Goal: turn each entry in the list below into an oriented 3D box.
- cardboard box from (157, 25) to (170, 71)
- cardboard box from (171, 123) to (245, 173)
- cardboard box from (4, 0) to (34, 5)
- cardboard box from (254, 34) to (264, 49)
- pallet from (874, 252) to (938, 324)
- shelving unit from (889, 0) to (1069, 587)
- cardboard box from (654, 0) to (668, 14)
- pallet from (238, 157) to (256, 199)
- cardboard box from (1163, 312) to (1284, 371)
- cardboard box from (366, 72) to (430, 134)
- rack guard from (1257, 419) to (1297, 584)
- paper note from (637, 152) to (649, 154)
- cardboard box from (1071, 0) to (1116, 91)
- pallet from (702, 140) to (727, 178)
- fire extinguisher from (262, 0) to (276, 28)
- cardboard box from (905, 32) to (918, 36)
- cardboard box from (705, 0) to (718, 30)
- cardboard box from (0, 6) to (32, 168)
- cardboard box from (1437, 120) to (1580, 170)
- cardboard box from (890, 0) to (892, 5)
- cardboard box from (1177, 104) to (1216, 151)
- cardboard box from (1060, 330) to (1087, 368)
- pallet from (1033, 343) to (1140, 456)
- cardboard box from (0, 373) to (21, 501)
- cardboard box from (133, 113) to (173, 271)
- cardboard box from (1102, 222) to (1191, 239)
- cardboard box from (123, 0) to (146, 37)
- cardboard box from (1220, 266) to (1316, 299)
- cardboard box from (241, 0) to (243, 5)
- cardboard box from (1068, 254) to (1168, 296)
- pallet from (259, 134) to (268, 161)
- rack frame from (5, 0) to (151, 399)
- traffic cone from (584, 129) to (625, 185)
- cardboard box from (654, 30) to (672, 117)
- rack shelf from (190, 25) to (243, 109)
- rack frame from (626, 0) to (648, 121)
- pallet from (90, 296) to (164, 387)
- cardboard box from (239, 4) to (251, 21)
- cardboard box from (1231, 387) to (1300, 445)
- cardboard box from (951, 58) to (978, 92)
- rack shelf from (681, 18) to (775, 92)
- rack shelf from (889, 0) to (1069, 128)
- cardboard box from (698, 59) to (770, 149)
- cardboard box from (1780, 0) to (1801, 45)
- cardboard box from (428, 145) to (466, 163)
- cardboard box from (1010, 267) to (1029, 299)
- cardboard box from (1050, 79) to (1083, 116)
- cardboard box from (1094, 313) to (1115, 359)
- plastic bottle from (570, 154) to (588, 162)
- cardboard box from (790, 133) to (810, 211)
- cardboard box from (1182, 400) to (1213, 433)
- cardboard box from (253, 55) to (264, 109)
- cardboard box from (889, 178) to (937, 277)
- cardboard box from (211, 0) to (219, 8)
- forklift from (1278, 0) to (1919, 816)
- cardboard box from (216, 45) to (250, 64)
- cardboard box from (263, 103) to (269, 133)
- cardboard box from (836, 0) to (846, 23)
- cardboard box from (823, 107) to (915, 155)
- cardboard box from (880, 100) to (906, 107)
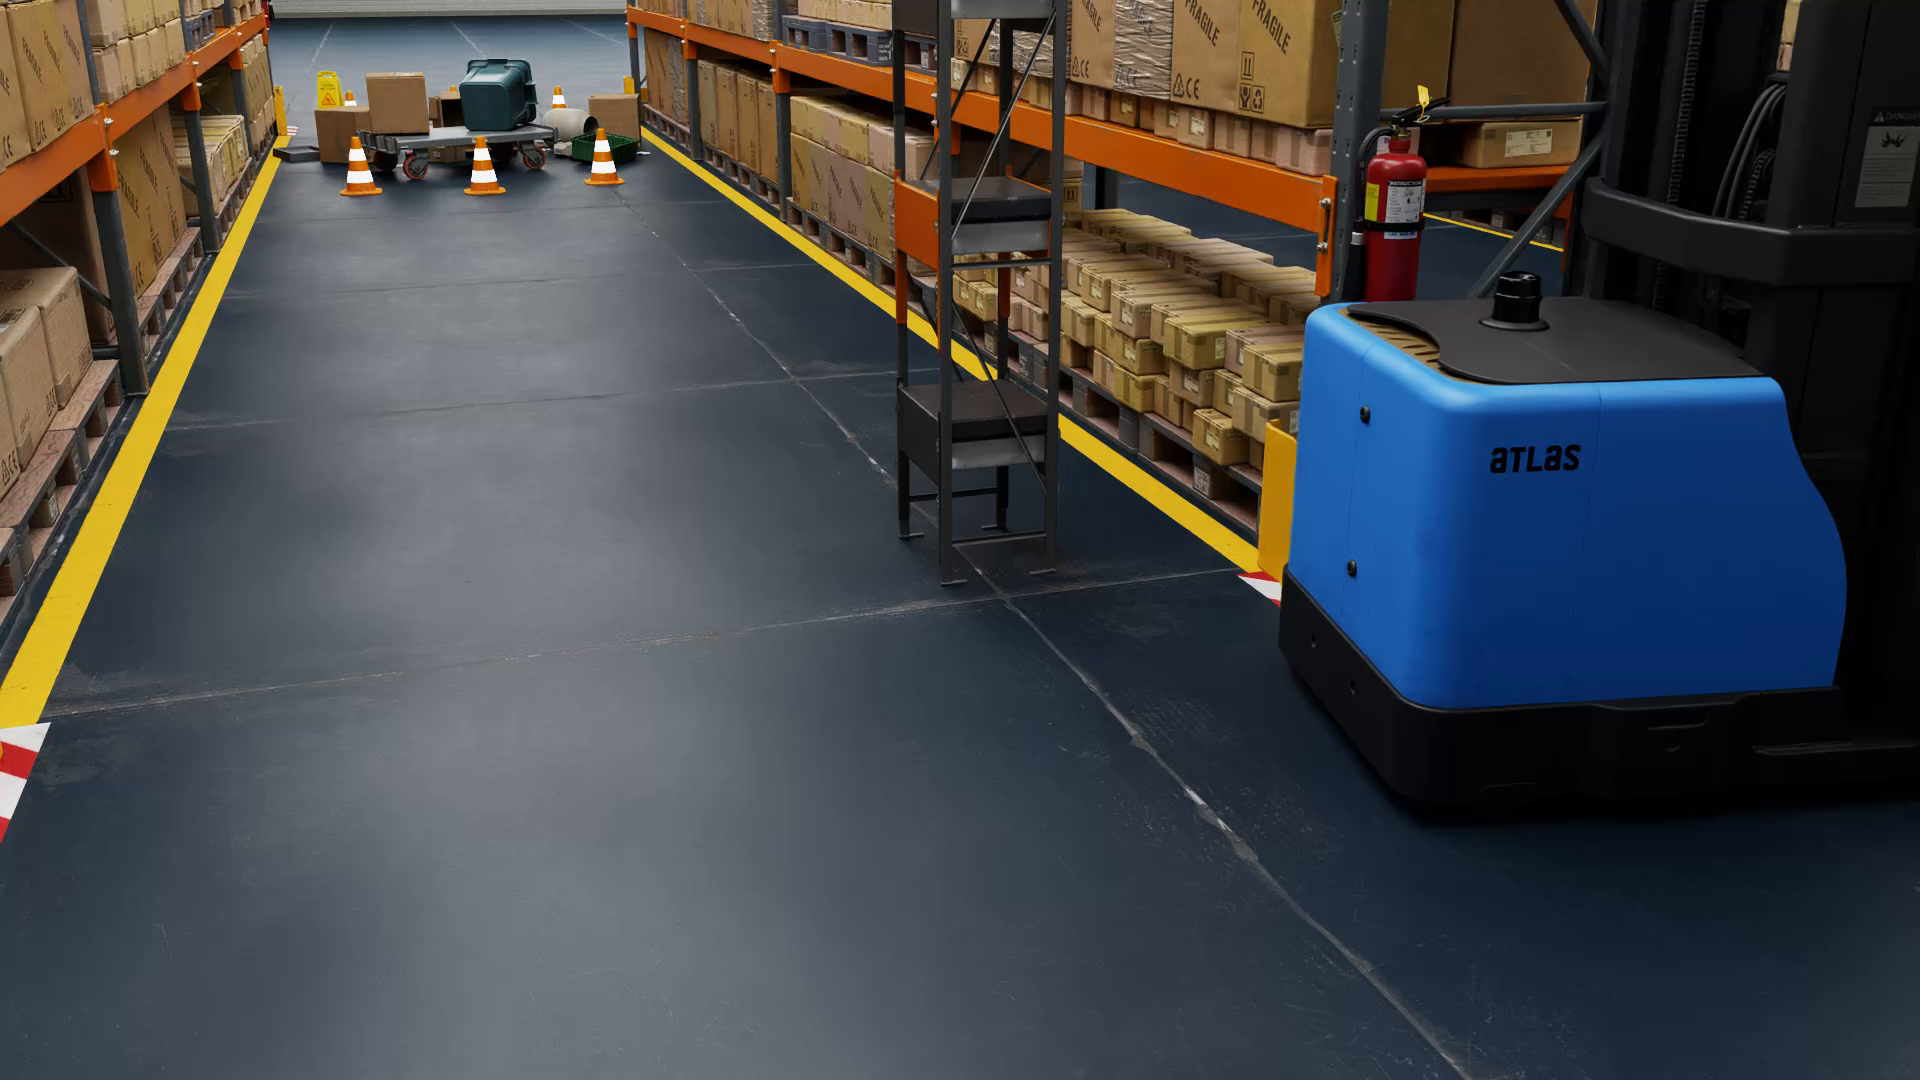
[{"bbox_3d":[-4.828,-2.799,9.494,0.500,0.250,0.500,-7,21,-18],"label":"cardboard box"},{"bbox_3d":[-6.413,-3.176,13.588,0.950,0.372,0.625,-5,20,-14],"label":"cardboard box"},{"bbox_3d":[-3.563,-2.116,5.742,0.500,0.500,0.500,-6,21,-16],"label":"cardboard box"},{"bbox_3d":[-7.388,-5.119,17.108,0.380,0.149,0.250,-6,21,-16],"label":"cardboard box"},{"bbox_3d":[0.127,-1.542,9.897,1.003,0.211,1.213,-6,21,-17],"label":"pallet"},{"bbox_3d":[0.052,-0.935,5.414,0.431,2.100,0.503,-6,21,-17],"label":"shelving unit"},{"bbox_3d":[-2.783,-5.879,17.625,0.875,0.550,0.500,-6,21,-17],"label":"cardboard box"},{"bbox_3d":[-6.563,-3.051,14.100,1.003,0.211,1.213,-6,21,-17],"label":"pallet"},{"bbox_3d":[0.997,-0.756,6.300,0.380,0.149,0.250,-7,21,-18],"label":"cardboard box"},{"bbox_3d":[-5.129,-3.992,15.171,0.500,0.500,0.500,-6,21,-17],"label":"cardboard box"},{"bbox_3d":[1.606,-0.169,5.647,1.175,0.500,0.348,-6,21,-17],"label":"rack guard"},{"bbox_3d":[-3.213,-3.894,16.713,0.142,0.020,0.147,12,23,30],"label":"paper note"},{"bbox_3d":[0.772,-2.113,6.775,0.500,0.500,0.500,-5,20,-14],"label":"cardboard box"},{"bbox_3d":[-1.827,-3.620,15.682,1.003,0.211,1.213,-6,21,-17],"label":"pallet"},{"bbox_3d":[-7.665,-5.946,18.149,0.296,0.674,0.183,-6,21,-17],"label":"fire extinguisher"},{"bbox_3d":[-0.099,-2.954,9.453,0.380,0.149,0.250,-6,21,-17],"label":"cardboard box"},{"bbox_3d":[-1.918,-4.699,14.413,0.500,0.500,0.500,-6,21,-17],"label":"cardboard box"},{"bbox_3d":[-3.417,-1.478,5.445,0.500,0.500,0.500,-6,21,-15],"label":"cardboard box"},{"bbox_3d":[1.840,-1.342,5.586,0.380,0.149,0.250,-7,21,-18],"label":"cardboard box"},{"bbox_3d":[-0.189,-3.182,9.649,0.380,0.149,0.250,-7,21,-19],"label":"cardboard box"},{"bbox_3d":[1.021,-1.519,6.081,0.380,0.149,0.250,-6,21,-16],"label":"cardboard box"},{"bbox_3d":[0.629,-0.897,7.574,0.380,0.149,0.250,-7,21,-19],"label":"cardboard box"},{"bbox_3d":[1.005,-0.688,7.520,1.003,0.211,1.213,-6,21,-17],"label":"pallet"},{"bbox_3d":[-3.635,-0.248,5.340,0.875,0.438,0.875,-6,21,-16],"label":"cardboard box"},{"bbox_3d":[-5.137,-2.010,9.598,0.875,0.875,0.875,-6,21,-17],"label":"cardboard box"},{"bbox_3d":[0.935,-1.497,8.363,0.380,0.149,0.250,-7,21,-18],"label":"cardboard box"},{"bbox_3d":[-4.489,-2.711,8.510,0.500,0.250,0.500,-6,21,-17],"label":"cardboard box"},{"bbox_3d":[1.356,-1.081,7.206,0.380,0.149,0.250,-6,21,-16],"label":"cardboard box"},{"bbox_3d":[-6.863,-5.130,15.173,0.500,0.500,0.500,-6,21,-17],"label":"cardboard box"},{"bbox_3d":[0.711,-1.187,7.500,0.380,0.149,0.250,-7,21,-19],"label":"cardboard box"},{"bbox_3d":[-7.441,-3.905,16.476,1.003,0.211,1.213,-6,21,-17],"label":"pallet"},{"bbox_3d":[-4.294,-2.046,7.176,1.000,3.000,0.127,-6,21,-17],"label":"rack frame"},{"bbox_3d":[-3.154,-3.387,14.662,0.336,0.463,0.334,-6,21,-17],"label":"traffic cone"},{"bbox_3d":[-2.844,-5.160,18.368,0.875,0.875,0.875,-7,21,-18],"label":"cardboard box"},{"bbox_3d":[-6.180,-3.633,12.658,1.077,0.370,4.000,-6,21,-17],"label":"rack shelf"},{"bbox_3d":[-3.399,-6.455,19.452,1.000,3.000,0.127,-6,21,-17],"label":"rack frame"},{"bbox_3d":[-4.609,-0.973,8.314,1.003,0.211,1.213,-6,21,-17],"label":"pallet"},{"bbox_3d":[-6.997,-5.042,15.888,0.380,0.149,0.250,-6,21,-17],"label":"cardboard box"},{"bbox_3d":[1.193,-0.456,5.905,0.380,0.149,0.250,-7,21,-19],"label":"cardboard box"},{"bbox_3d":[0.151,-2.361,8.423,0.380,0.149,0.250,-6,21,-15],"label":"cardboard box"},{"bbox_3d":[-1.513,-4.191,14.213,1.077,0.370,4.000,-6,21,-17],"label":"rack shelf"},{"bbox_3d":[0.052,-1.581,5.182,0.431,0.518,0.480,-6,21,-17],"label":"rack shelf"},{"bbox_3d":[-1.861,-4.121,15.659,1.050,0.750,0.750,-6,21,-17],"label":"cardboard box"},{"bbox_3d":[5.012,-2.990,9.585,0.500,0.250,0.500,-7,21,-18],"label":"cardboard box"},{"bbox_3d":[-5.027,-3.816,16.148,0.396,0.266,0.258,12,23,30],"label":"cardboard box"},{"bbox_3d":[0.459,-1.304,8.266,0.380,0.149,0.250,-7,21,-18],"label":"cardboard box"},{"bbox_3d":[0.611,-1.943,7.261,0.380,0.149,0.250,-5,20,-15],"label":"cardboard box"},{"bbox_3d":[0.790,-0.872,7.062,0.380,0.149,0.250,-5,20,-14],"label":"cardboard box"},{"bbox_3d":[-3.661,-3.717,16.175,0.283,0.061,0.133,17,26,39],"label":"plastic bottle"},{"bbox_3d":[-0.904,-2.655,11.948,0.500,0.500,0.500,-7,21,-20],"label":"cardboard box"},{"bbox_3d":[1.089,-0.489,6.438,0.380,0.149,0.250,-6,21,-17],"label":"cardboard box"},{"bbox_3d":[-7.079,-4.425,16.136,0.500,0.500,0.500,-5,20,-14],"label":"cardboard box"},{"bbox_3d":[-0.099,-1.837,9.669,0.500,0.500,0.500,-7,21,-18],"label":"cardboard box"},{"bbox_3d":[-6.120,-4.310,13.230,0.380,0.149,0.250,-6,21,-17],"label":"cardboard box"},{"bbox_3d":[2.484,-0.925,4.155,3.031,2.935,1.130,-3,20,-7],"label":"forklift"},{"bbox_3d":[-6.720,-4.440,15.217,0.380,0.149,0.250,-6,21,-16],"label":"cardboard box"},{"bbox_3d":[-7.232,-4.235,16.717,0.500,0.250,0.500,-7,21,-19],"label":"cardboard box"},{"bbox_3d":[-0.594,-3.458,10.858,0.380,0.149,0.250,-6,21,-15],"label":"cardboard box"},{"bbox_3d":[-0.595,-2.692,10.942,0.500,0.250,0.500,-6,21,-17],"label":"cardboard box"},{"bbox_3d":[-0.251,-2.910,11.548,0.500,0.250,0.500,-6,21,-16],"label":"cardboard box"}]
